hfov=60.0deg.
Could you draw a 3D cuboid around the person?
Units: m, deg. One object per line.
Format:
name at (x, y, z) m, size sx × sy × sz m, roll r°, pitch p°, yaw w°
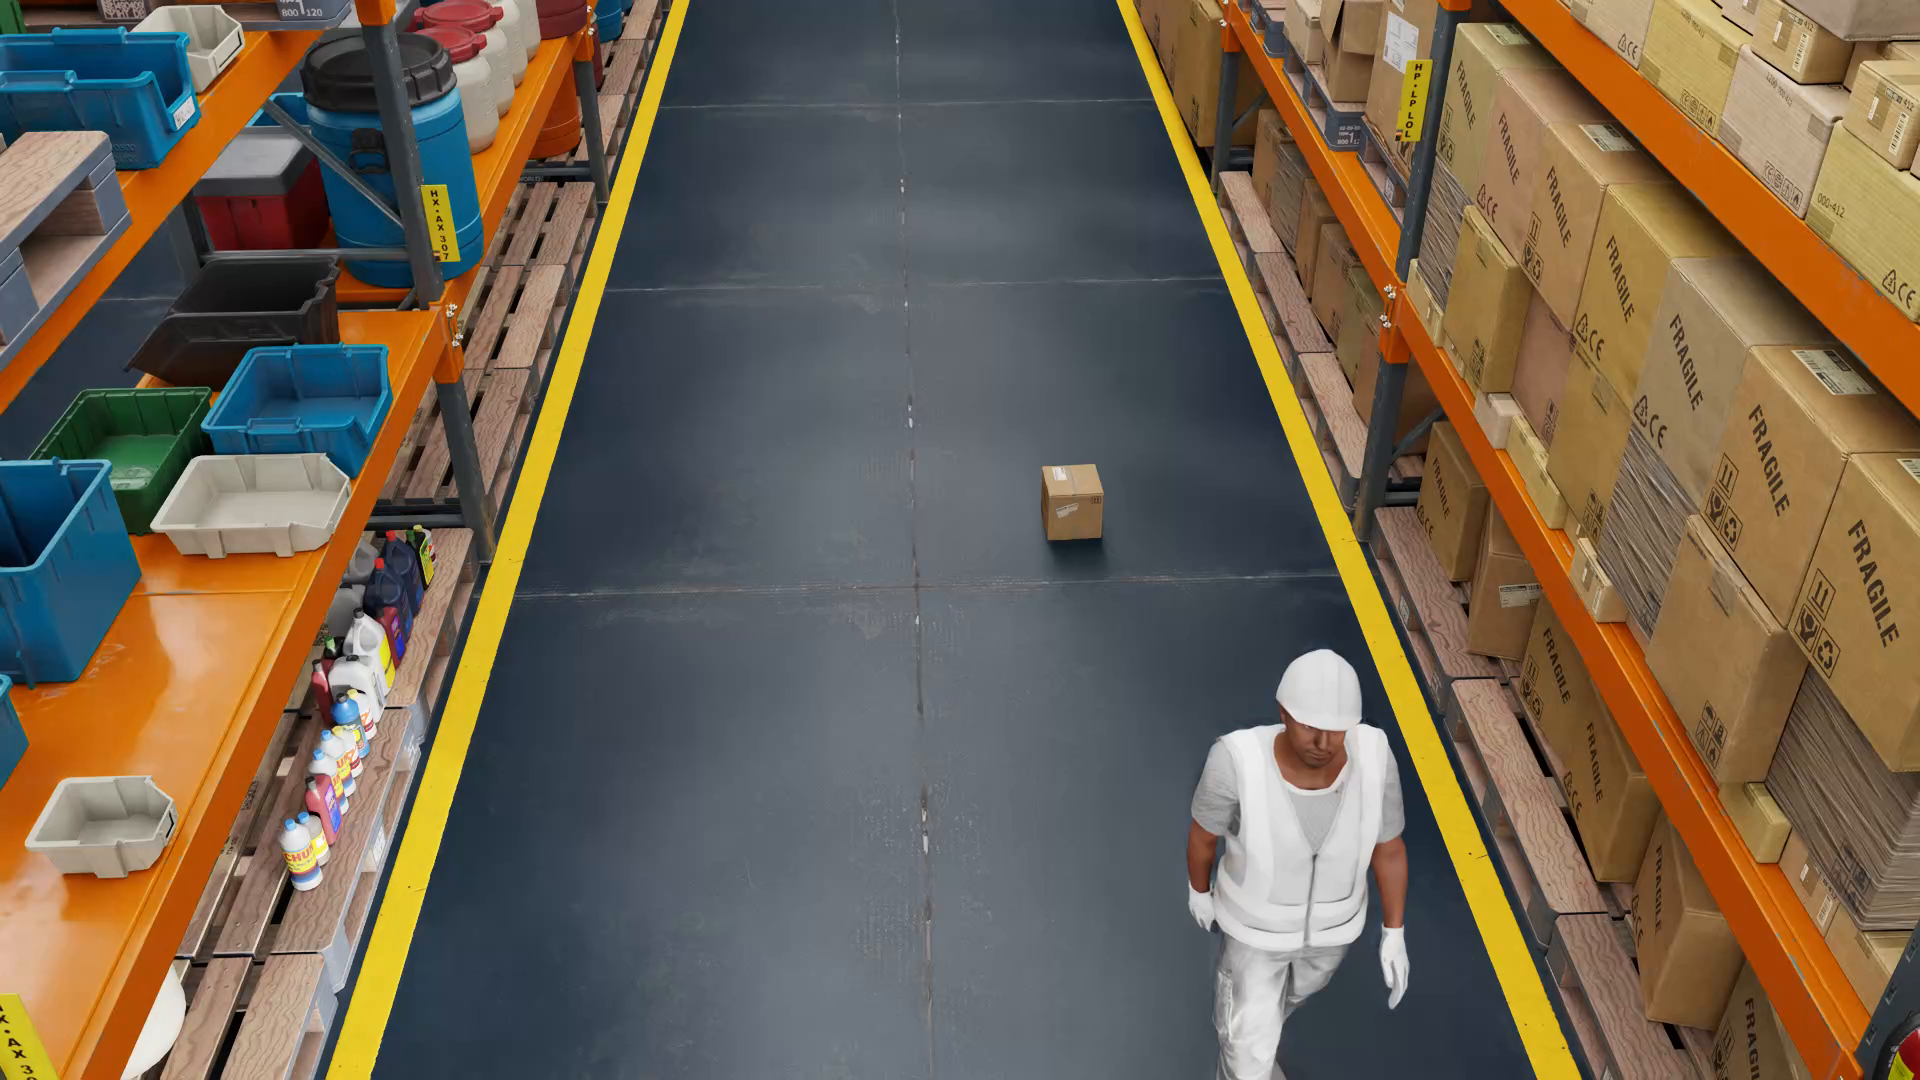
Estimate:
person at (0.933, 1.110, 4.535) m, size 0.560 × 1.798 × 0.794 m, roll -5°, pitch 35°, yaw -7°
